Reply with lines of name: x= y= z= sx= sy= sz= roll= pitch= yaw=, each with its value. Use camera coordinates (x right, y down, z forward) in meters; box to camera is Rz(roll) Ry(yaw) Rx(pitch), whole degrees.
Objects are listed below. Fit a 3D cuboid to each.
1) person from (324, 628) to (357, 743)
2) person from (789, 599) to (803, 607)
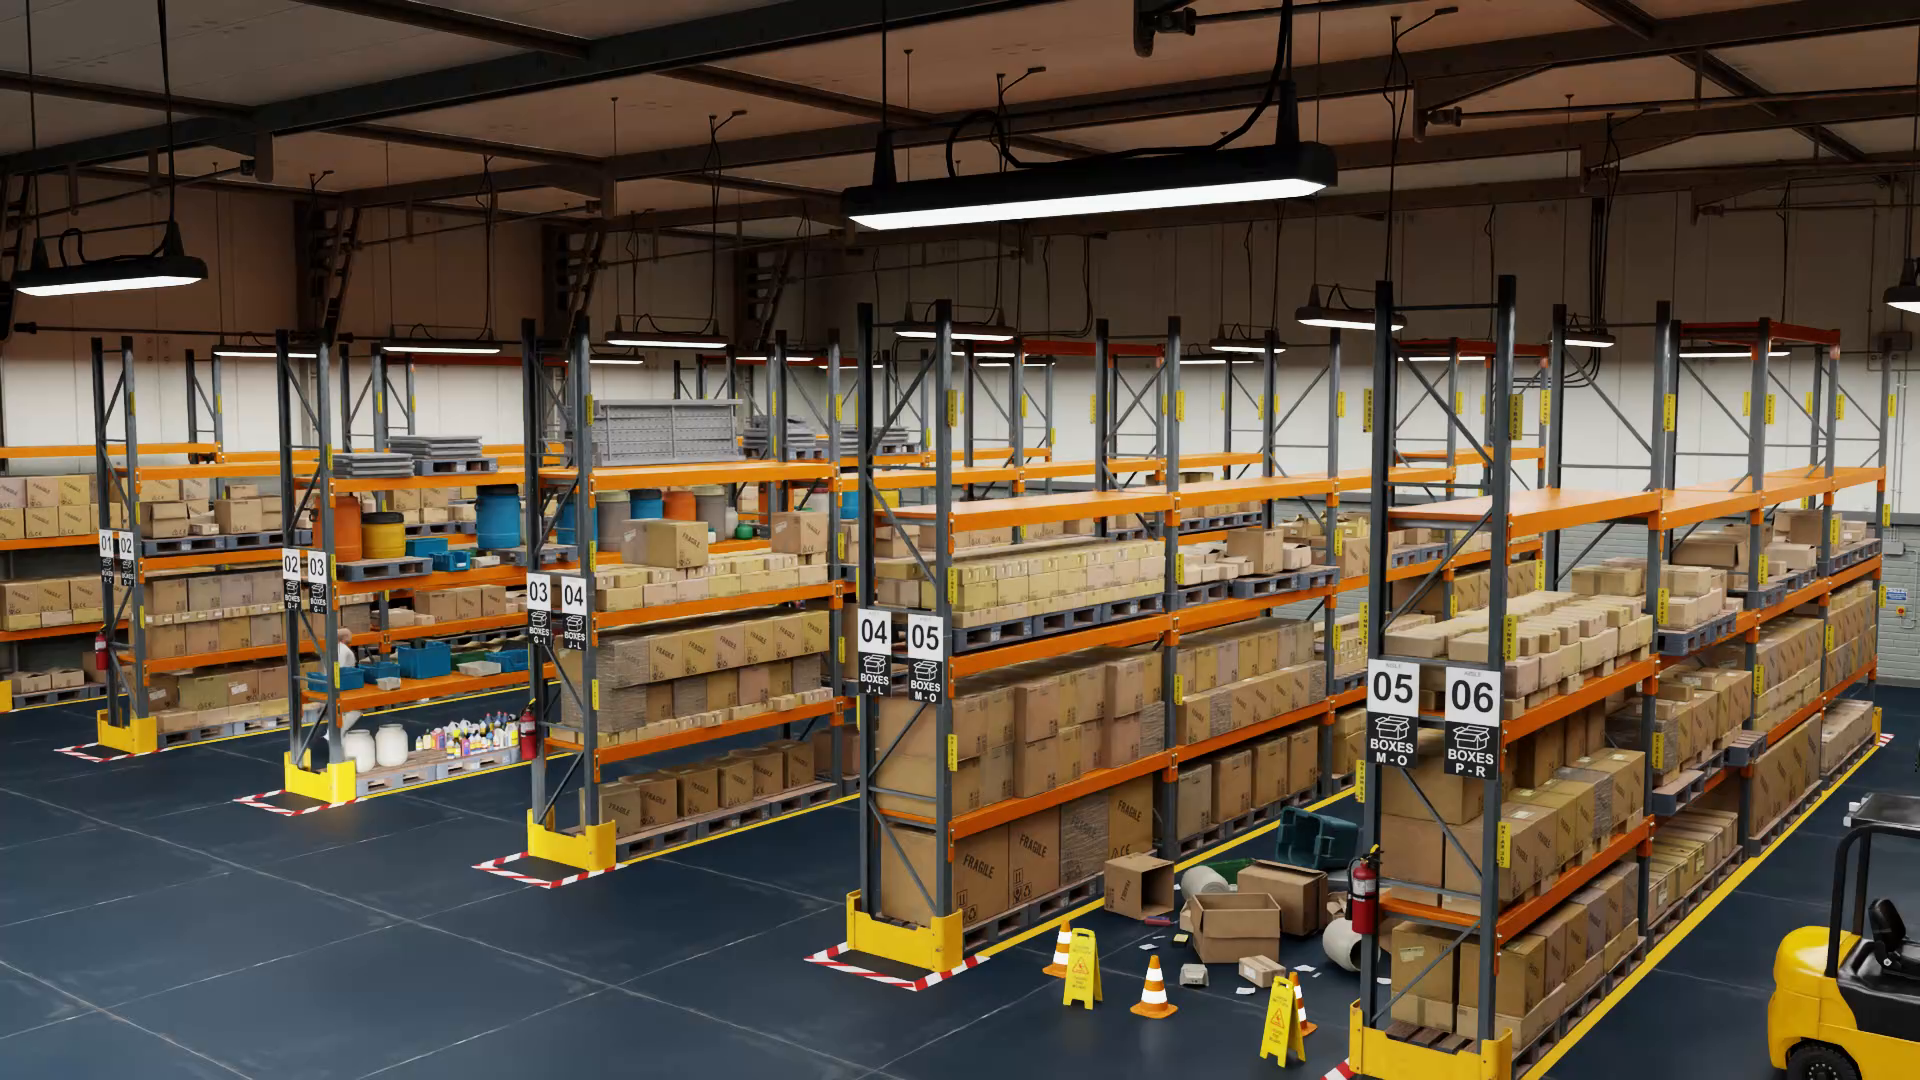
person: x=-9.023 y=2.171 z=24.199 sx=0.571 sy=1.770 sz=0.627 roll=-4 pitch=7 yaw=-41
person: x=-3.318 y=1.398 z=33.077 sx=0.478 sy=1.787 sz=0.597 roll=-1 pitch=5 yaw=-9
